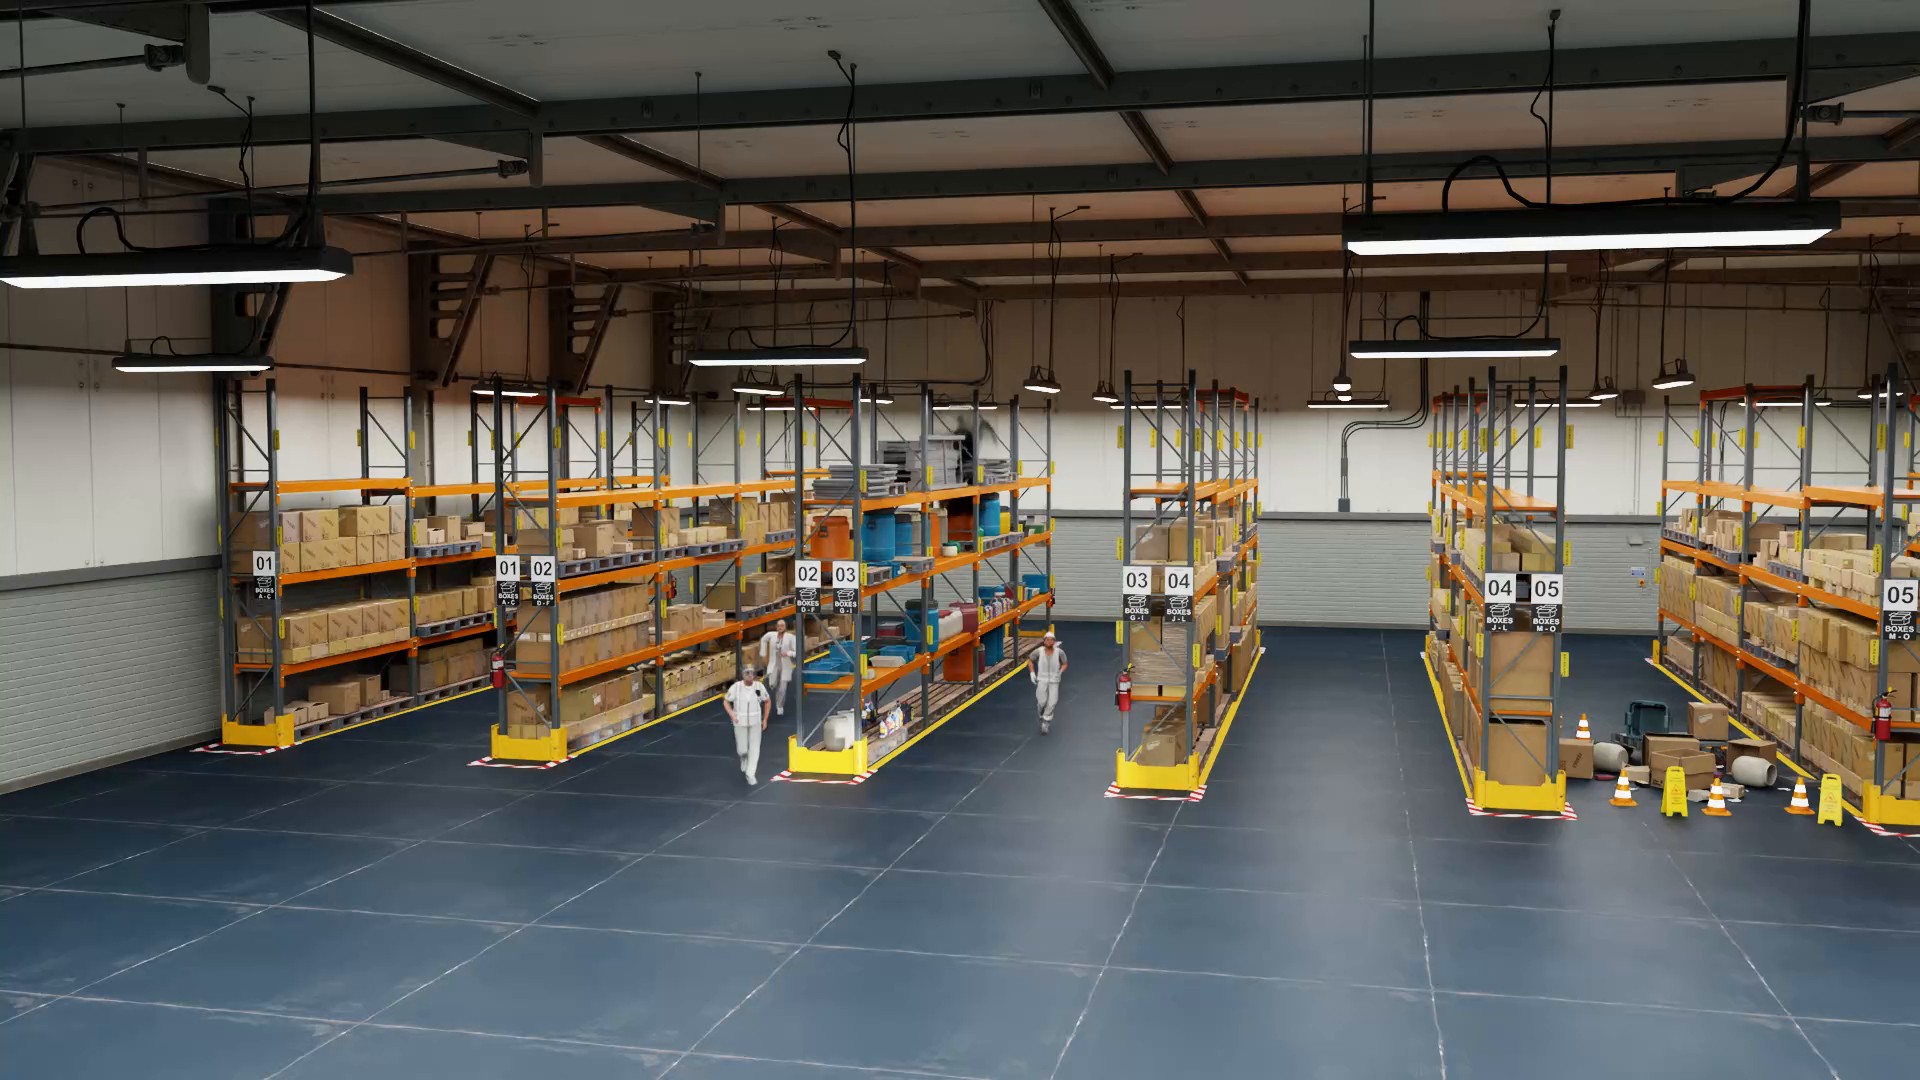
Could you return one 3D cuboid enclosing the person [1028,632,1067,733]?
[{"bbox_3d":[1.501,2.432,28.299,0.658,1.736,0.556,0,3,-1],"label":"person"}]

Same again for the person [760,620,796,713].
[{"bbox_3d":[-3.310,2.320,30.298,0.758,1.654,0.754,0,3,4],"label":"person"}]

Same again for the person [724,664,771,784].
[{"bbox_3d":[-3.117,2.680,24.436,0.698,1.752,0.588,-1,3,-10],"label":"person"}]
